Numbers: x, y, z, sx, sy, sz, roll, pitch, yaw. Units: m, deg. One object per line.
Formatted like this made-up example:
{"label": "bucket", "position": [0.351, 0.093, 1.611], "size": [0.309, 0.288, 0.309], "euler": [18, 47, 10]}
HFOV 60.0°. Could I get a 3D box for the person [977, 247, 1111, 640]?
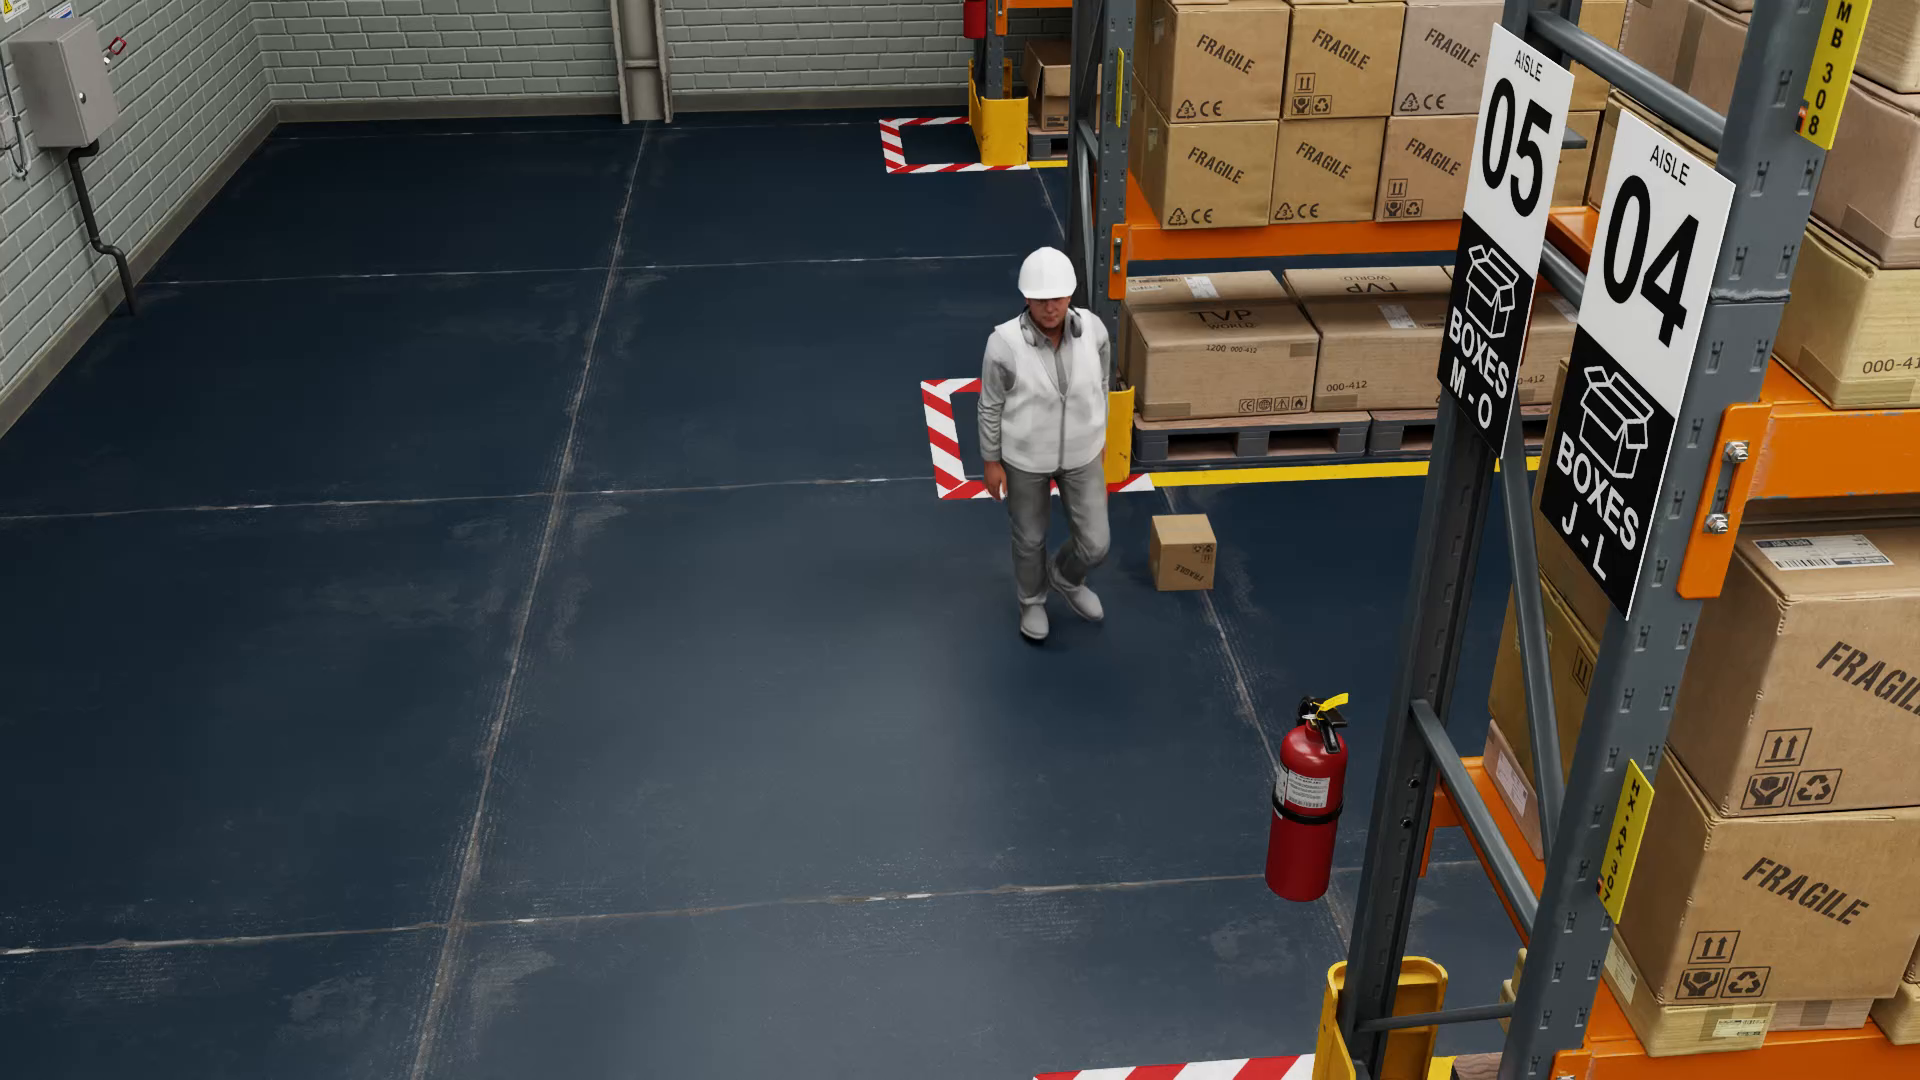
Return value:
{"label": "person", "position": [0.344, -0.359, 6.677], "size": [0.568, 1.762, 0.487], "euler": [-6, 31, -10]}
